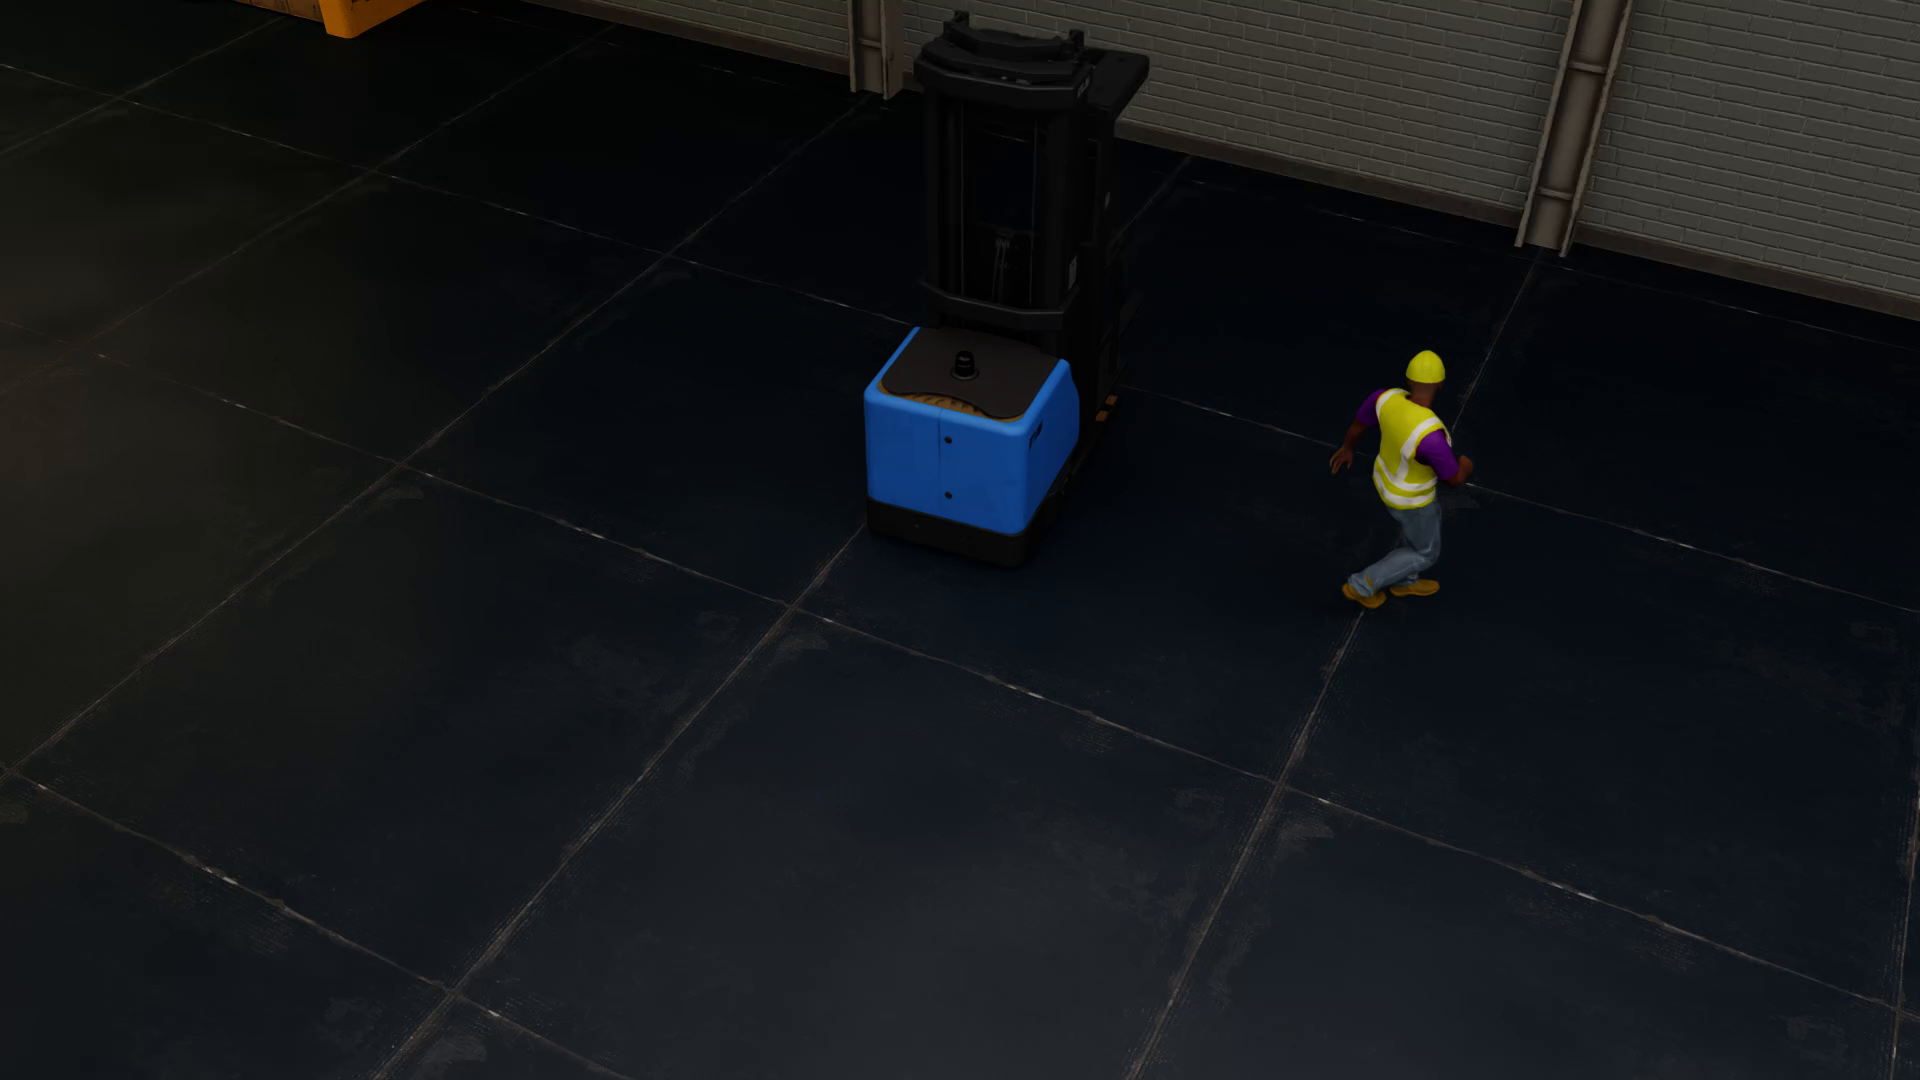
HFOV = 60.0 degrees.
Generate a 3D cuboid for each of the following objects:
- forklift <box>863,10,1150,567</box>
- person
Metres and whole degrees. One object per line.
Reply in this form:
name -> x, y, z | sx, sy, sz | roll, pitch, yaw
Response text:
forklift -> 0.449, -1.916, 10.261 | 1.130, 2.935, 3.031 | 15, 42, 17
person -> 2.509, -0.329, 9.341 | 0.708, 1.701, 0.694 | -3, 40, -4
